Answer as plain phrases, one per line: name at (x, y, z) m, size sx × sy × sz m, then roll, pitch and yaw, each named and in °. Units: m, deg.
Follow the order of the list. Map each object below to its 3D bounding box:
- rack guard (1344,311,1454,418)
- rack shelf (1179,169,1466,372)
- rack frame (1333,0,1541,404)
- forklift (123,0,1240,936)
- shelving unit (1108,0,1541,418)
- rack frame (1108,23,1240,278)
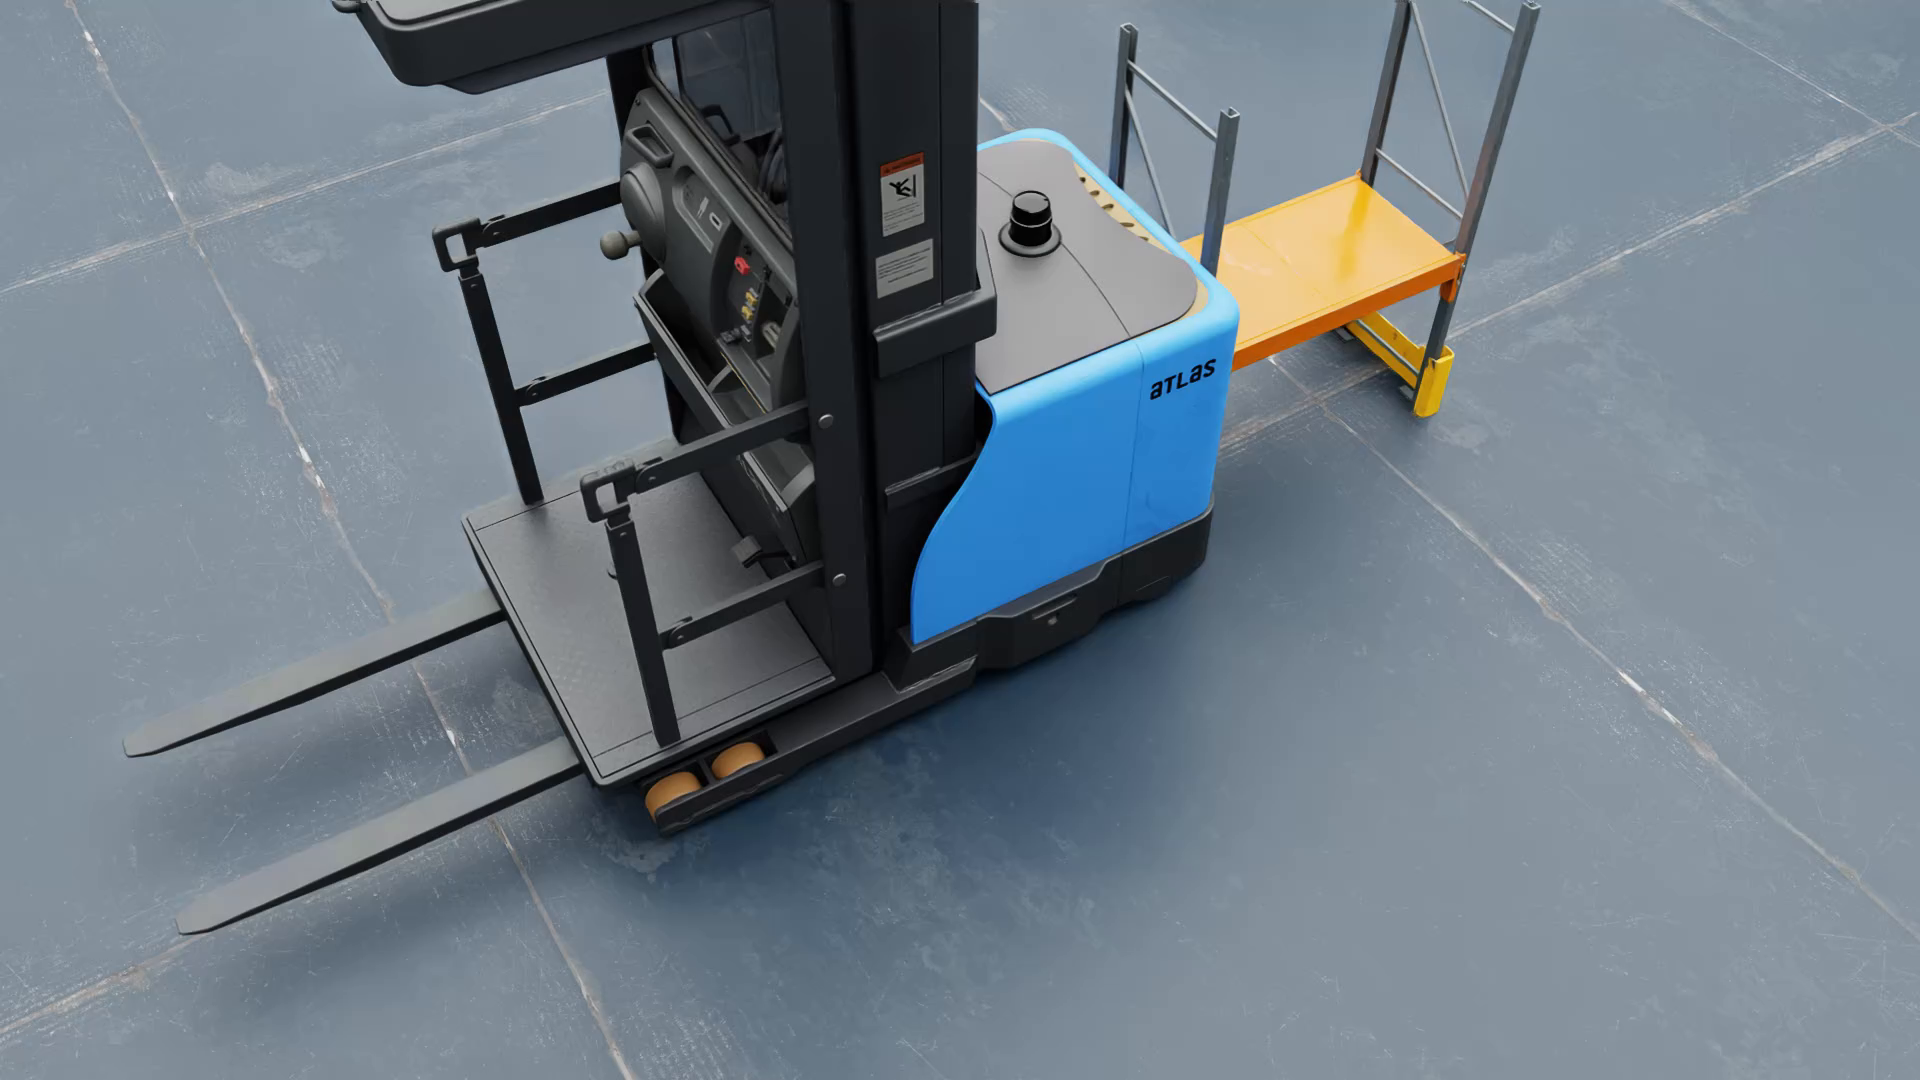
rack guard at (1.447, -0.696, 5.702) m, size 0.087 × 0.250 × 0.587 m, roll -23°, pitch 52°, yaw -20°
rack shelf at (1.009, -0.802, 5.200) m, size 1.000 × 0.185 × 0.538 m, roll -23°, pitch 52°, yaw -20°
rack frame at (1.448, -1.112, 5.236) m, size 0.032 × 1.500 × 0.500 m, roll -23°, pitch 52°, yaw -20°
forklift at (-0.776, -0.638, 3.856) m, size 3.031 × 2.935 × 1.130 m, roll -23°, pitch 52°, yaw -20°
shelving unit at (1.017, -0.925, 5.069) m, size 1.083 × 1.500 × 0.587 m, roll -23°, pitch 52°, yaw -20°
rack frame at (0.569, -0.730, 4.896) m, size 0.032 × 1.500 × 0.500 m, roll -23°, pitch 52°, yaw -20°
